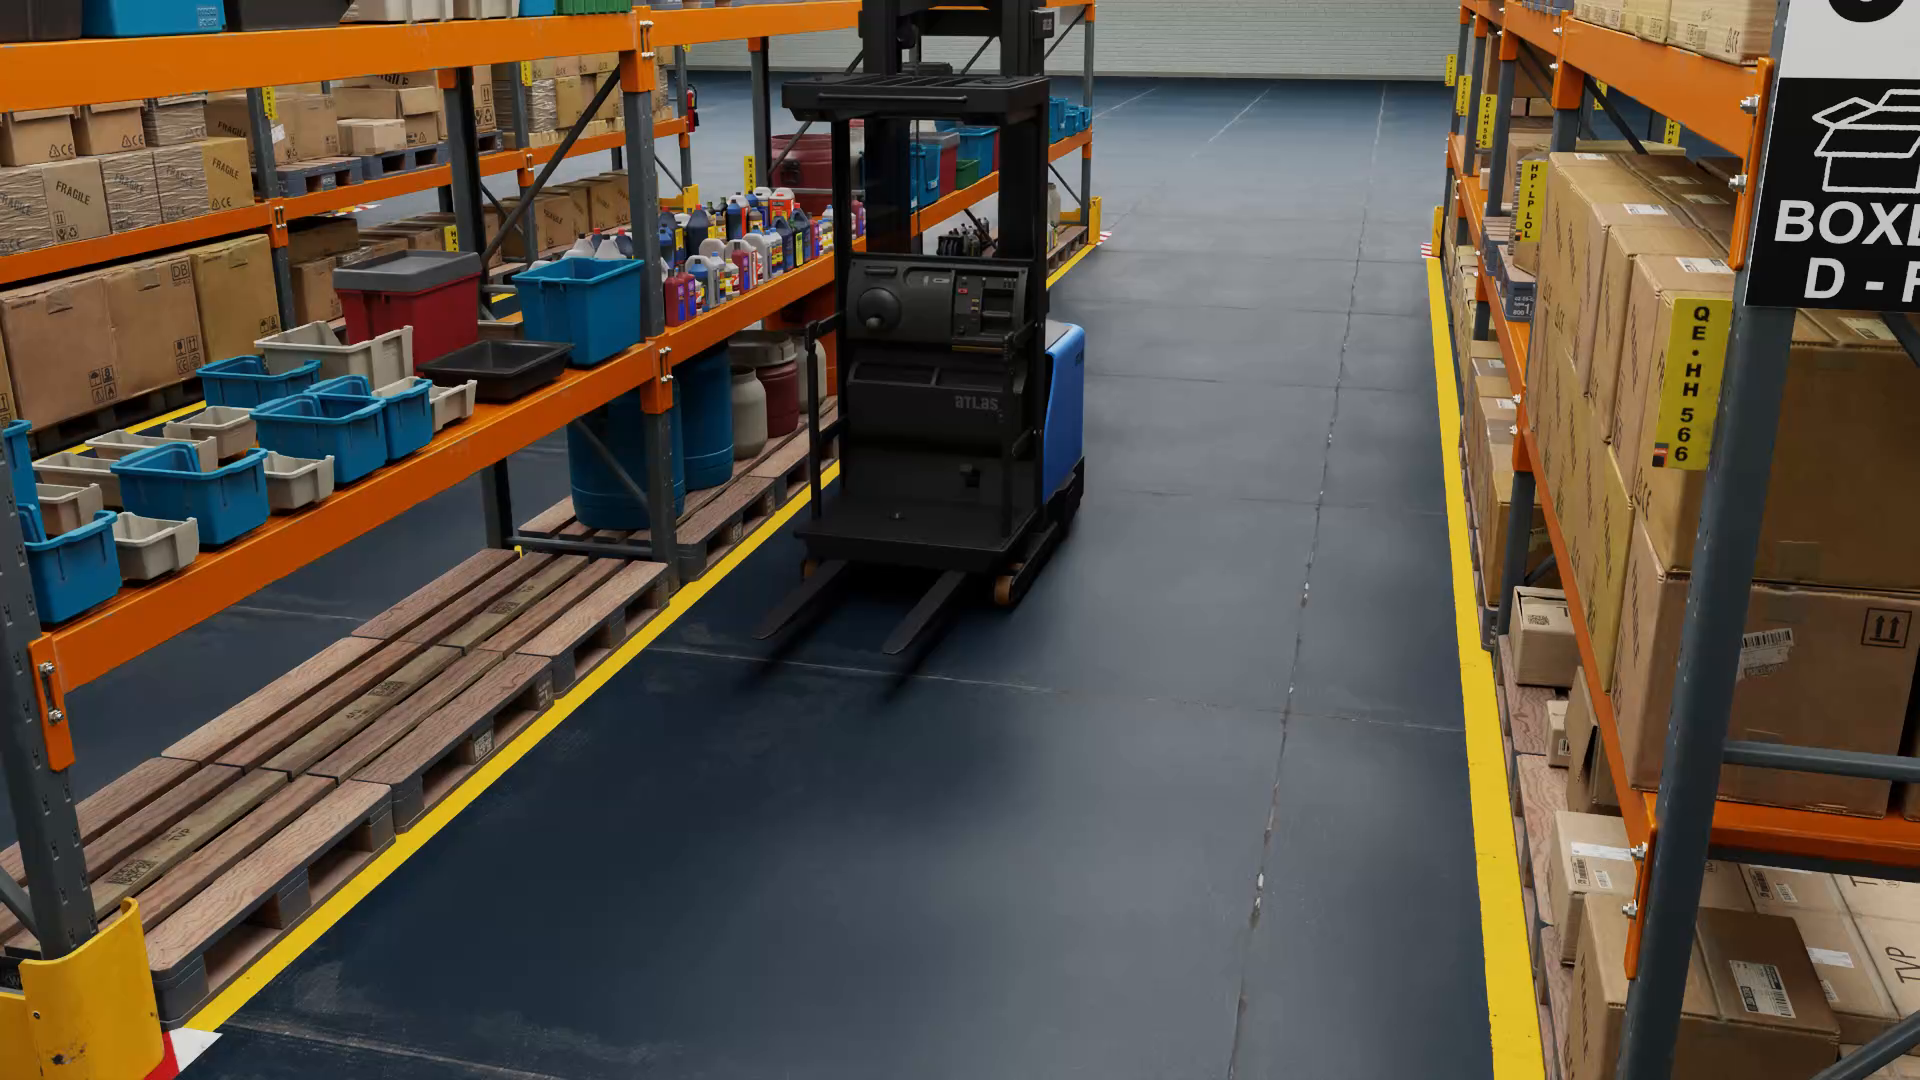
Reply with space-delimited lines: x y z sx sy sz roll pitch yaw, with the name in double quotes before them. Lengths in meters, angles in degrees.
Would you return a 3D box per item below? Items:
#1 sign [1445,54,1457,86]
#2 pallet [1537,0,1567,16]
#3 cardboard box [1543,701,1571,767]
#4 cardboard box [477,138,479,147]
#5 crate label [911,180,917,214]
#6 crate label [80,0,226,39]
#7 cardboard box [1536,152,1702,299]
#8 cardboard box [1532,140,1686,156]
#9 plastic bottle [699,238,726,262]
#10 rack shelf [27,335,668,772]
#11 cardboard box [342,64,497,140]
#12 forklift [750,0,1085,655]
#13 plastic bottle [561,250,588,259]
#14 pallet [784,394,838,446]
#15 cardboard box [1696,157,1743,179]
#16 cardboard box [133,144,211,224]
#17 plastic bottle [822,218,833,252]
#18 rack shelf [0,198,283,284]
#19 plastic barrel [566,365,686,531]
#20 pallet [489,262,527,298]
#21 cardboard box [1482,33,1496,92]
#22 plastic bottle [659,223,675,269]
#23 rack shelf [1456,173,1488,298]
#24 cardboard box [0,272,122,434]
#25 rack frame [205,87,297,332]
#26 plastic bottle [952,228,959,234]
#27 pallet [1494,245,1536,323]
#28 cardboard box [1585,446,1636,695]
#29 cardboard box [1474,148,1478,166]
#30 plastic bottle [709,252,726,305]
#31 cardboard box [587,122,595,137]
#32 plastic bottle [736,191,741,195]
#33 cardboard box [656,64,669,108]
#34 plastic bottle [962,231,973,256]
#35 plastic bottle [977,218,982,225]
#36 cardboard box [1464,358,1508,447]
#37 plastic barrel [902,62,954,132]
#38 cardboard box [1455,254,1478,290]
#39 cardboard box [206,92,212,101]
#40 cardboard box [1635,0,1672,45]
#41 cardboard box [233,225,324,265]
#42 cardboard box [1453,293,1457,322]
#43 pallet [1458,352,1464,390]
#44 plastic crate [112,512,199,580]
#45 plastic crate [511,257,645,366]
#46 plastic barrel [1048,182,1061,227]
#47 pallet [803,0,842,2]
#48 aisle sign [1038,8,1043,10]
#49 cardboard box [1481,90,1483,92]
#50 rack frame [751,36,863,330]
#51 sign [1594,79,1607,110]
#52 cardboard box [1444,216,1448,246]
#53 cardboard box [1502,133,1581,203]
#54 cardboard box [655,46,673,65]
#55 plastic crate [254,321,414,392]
"sign" 5.276 -5.050 17.870 0.100 0.325 0.005 5 19 13
"pallet" 3.108 -2.325 7.005 1.213 0.211 1.003 5 19 13
"cardboard box" 2.367 0.723 6.133 0.380 0.166 0.250 5 19 13
"cardboard box" -5.002 -4.059 16.818 0.380 0.149 0.250 5 19 13
"crate label" -0.478 -2.465 12.024 0.303 0.233 0.416 5 19 13
"crate label" -2.360 -1.547 4.667 0.408 0.251 0.502 5 19 13
"cardboard box" 2.493 -1.191 6.332 0.500 0.500 0.500 5 20 15
"cardboard box" 3.814 -2.090 9.860 0.700 0.500 0.500 -2 19 -5
"plastic bottle" -1.360 -1.547 9.268 0.152 0.276 0.135 5 19 13
"rack shelf" -2.410 -0.221 6.307 1.077 0.370 4.000 5 19 13
"cardboard box" -5.099 -4.332 15.651 1.000 1.000 1.000 5 19 14
"forklift" -0.175 -1.191 8.141 1.130 2.935 3.031 5 20 15
"plastic bottle" -2.049 -1.393 8.818 0.152 0.276 0.135 5 19 13
"pallet" -1.096 -0.872 11.414 1.003 0.211 1.213 5 19 13
"cardboard box" 3.008 -1.138 6.176 0.500 0.500 0.500 5 19 14
"cardboard box" -5.755 -2.551 11.860 0.500 0.500 0.500 4 19 13
"plastic bottle" -0.850 -1.928 10.499 0.097 0.201 0.097 0 19 0
"rack shelf" -6.236 -1.866 11.123 1.077 0.370 4.000 5 19 13
"plastic barrel" -1.772 -0.563 8.793 0.600 0.901 0.708 5 19 13
"pallet" -4.958 -2.523 16.248 1.003 0.211 1.213 5 19 13
"cardboard box" 5.060 -4.263 14.865 0.700 0.500 0.500 5 19 13
"plastic bottle" -1.743 -1.740 9.839 0.097 0.271 0.097 0 19 0
"rack shelf" 4.347 -2.336 12.500 1.077 0.370 4.000 5 19 13
"cardboard box" -6.370 -1.255 10.859 1.225 0.875 0.875 4 19 11
"rack frame" -5.747 -2.833 12.842 1.000 3.000 0.127 5 19 13
"plastic bottle" -0.042 -2.935 16.558 0.144 0.351 0.185 4 19 11
"pallet" 3.388 -1.349 8.793 1.003 0.211 1.213 5 19 13
"cardboard box" 1.873 0.086 4.142 0.500 0.500 0.500 5 19 14
"cardboard box" 5.060 -3.656 15.097 0.700 0.500 0.500 4 19 13
"plastic bottle" -1.295 -1.391 8.820 0.097 0.271 0.097 0 19 0
"cardboard box" -4.144 -4.406 17.834 0.380 0.149 0.250 5 19 13
"plastic bottle" -1.488 -2.177 11.102 0.061 0.283 0.133 5 19 13
"cardboard box" -3.953 -5.359 19.620 0.875 0.500 0.500 5 19 13
"plastic bottle" 0.051 -2.864 16.349 0.144 0.351 0.185 5 19 13
"plastic bottle" 0.192 -3.259 17.611 0.061 0.283 0.133 5 19 14
"cardboard box" 3.348 -0.790 10.048 0.500 0.500 0.500 4 19 11
"plastic barrel" -0.355 -3.836 15.002 0.600 0.901 0.708 5 19 13
"cardboard box" 4.366 -2.200 13.725 0.500 0.311 0.500 4 19 13
"cardboard box" -9.117 -5.032 19.047 0.875 0.550 0.550 5 19 13
"cardboard box" 2.016 -1.386 4.197 0.500 0.250 0.500 5 19 13
"cardboard box" -5.612 -2.426 13.675 0.500 0.250 0.500 5 20 16
"cardboard box" 4.371 -1.934 13.814 0.500 0.250 0.500 5 20 15
"pallet" 4.397 -1.366 12.861 1.003 0.211 1.213 5 19 13
"plastic crate" -2.360 0.016 4.814 0.250 0.136 0.298 5 19 13
"plastic crate" -1.705 -1.036 7.512 0.392 0.384 0.575 5 19 13
"plastic barrel" 0.924 -3.759 18.751 0.421 0.512 0.421 0 19 0
"pallet" -1.226 -3.540 10.563 1.003 0.211 1.213 5 19 13
"aisle sign" 0.744 -6.226 18.751 0.394 0.787 0.004 5 19 13
"cardboard box" 4.881 -4.002 15.105 0.380 0.149 0.250 5 19 13
"rack frame" -0.944 -2.442 11.697 1.000 3.000 0.127 5 19 13
"sign" 5.364 -3.774 13.928 0.100 0.325 0.005 5 19 13
"cardboard box" 5.466 -3.304 17.825 0.500 0.250 0.500 5 19 13
"cardboard box" 4.381 -2.789 12.558 0.500 0.500 0.500 5 19 13
"cardboard box" -3.687 -5.810 19.395 0.500 0.500 0.500 5 19 13
"plastic crate" -2.473 -0.697 6.677 0.437 0.282 0.530 5 19 13
